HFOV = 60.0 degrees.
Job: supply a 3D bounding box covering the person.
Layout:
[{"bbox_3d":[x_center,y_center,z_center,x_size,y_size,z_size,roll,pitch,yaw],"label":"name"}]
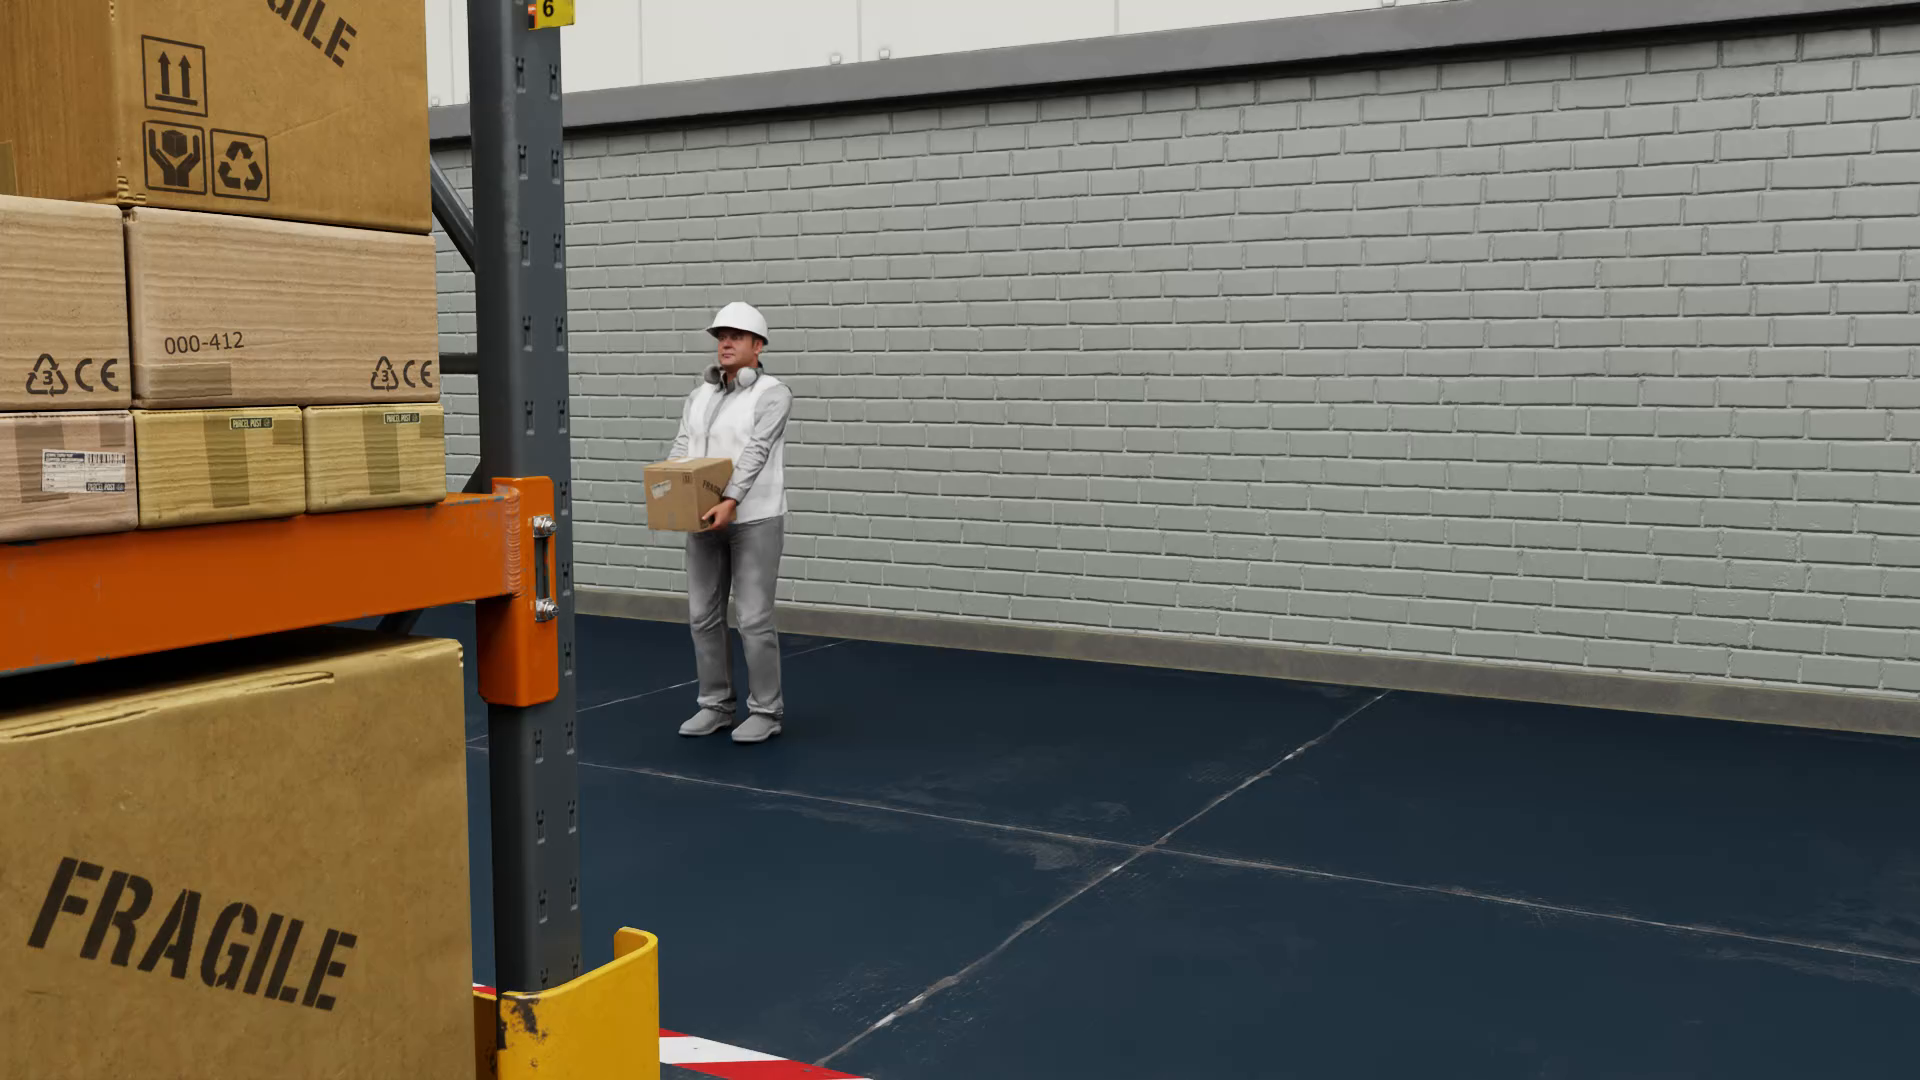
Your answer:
[{"bbox_3d":[-0.959,-0.070,6.703,0.495,1.770,0.549,3,7,29],"label":"person"}]
